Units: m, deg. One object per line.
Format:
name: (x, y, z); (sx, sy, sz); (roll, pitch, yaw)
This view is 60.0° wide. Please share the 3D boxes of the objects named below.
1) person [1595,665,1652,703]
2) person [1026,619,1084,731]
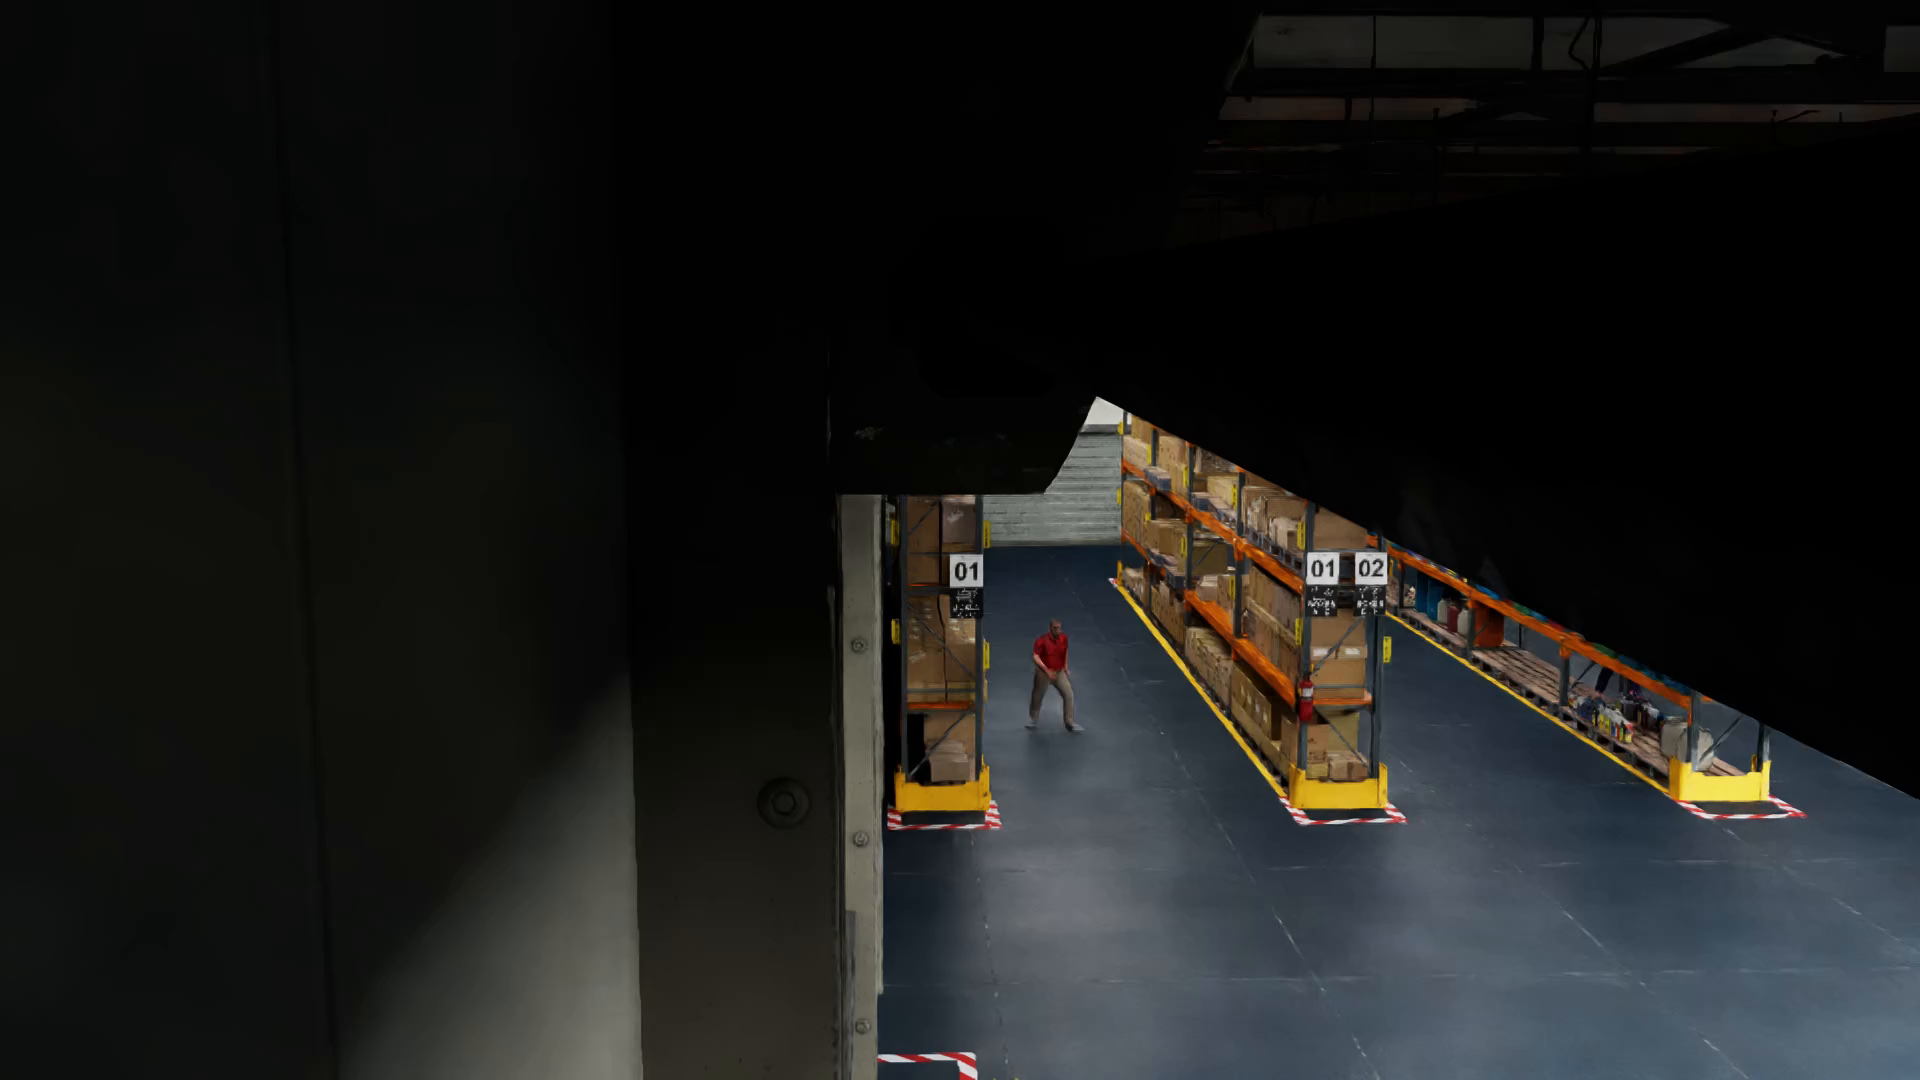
person: (10.305, 1.725, 25.814); (0.551, 1.612, 0.779); (-5, 10, -32)
person: (1.347, 1.939, 24.259); (0.706, 1.662, 0.843); (-3, 9, -20)
